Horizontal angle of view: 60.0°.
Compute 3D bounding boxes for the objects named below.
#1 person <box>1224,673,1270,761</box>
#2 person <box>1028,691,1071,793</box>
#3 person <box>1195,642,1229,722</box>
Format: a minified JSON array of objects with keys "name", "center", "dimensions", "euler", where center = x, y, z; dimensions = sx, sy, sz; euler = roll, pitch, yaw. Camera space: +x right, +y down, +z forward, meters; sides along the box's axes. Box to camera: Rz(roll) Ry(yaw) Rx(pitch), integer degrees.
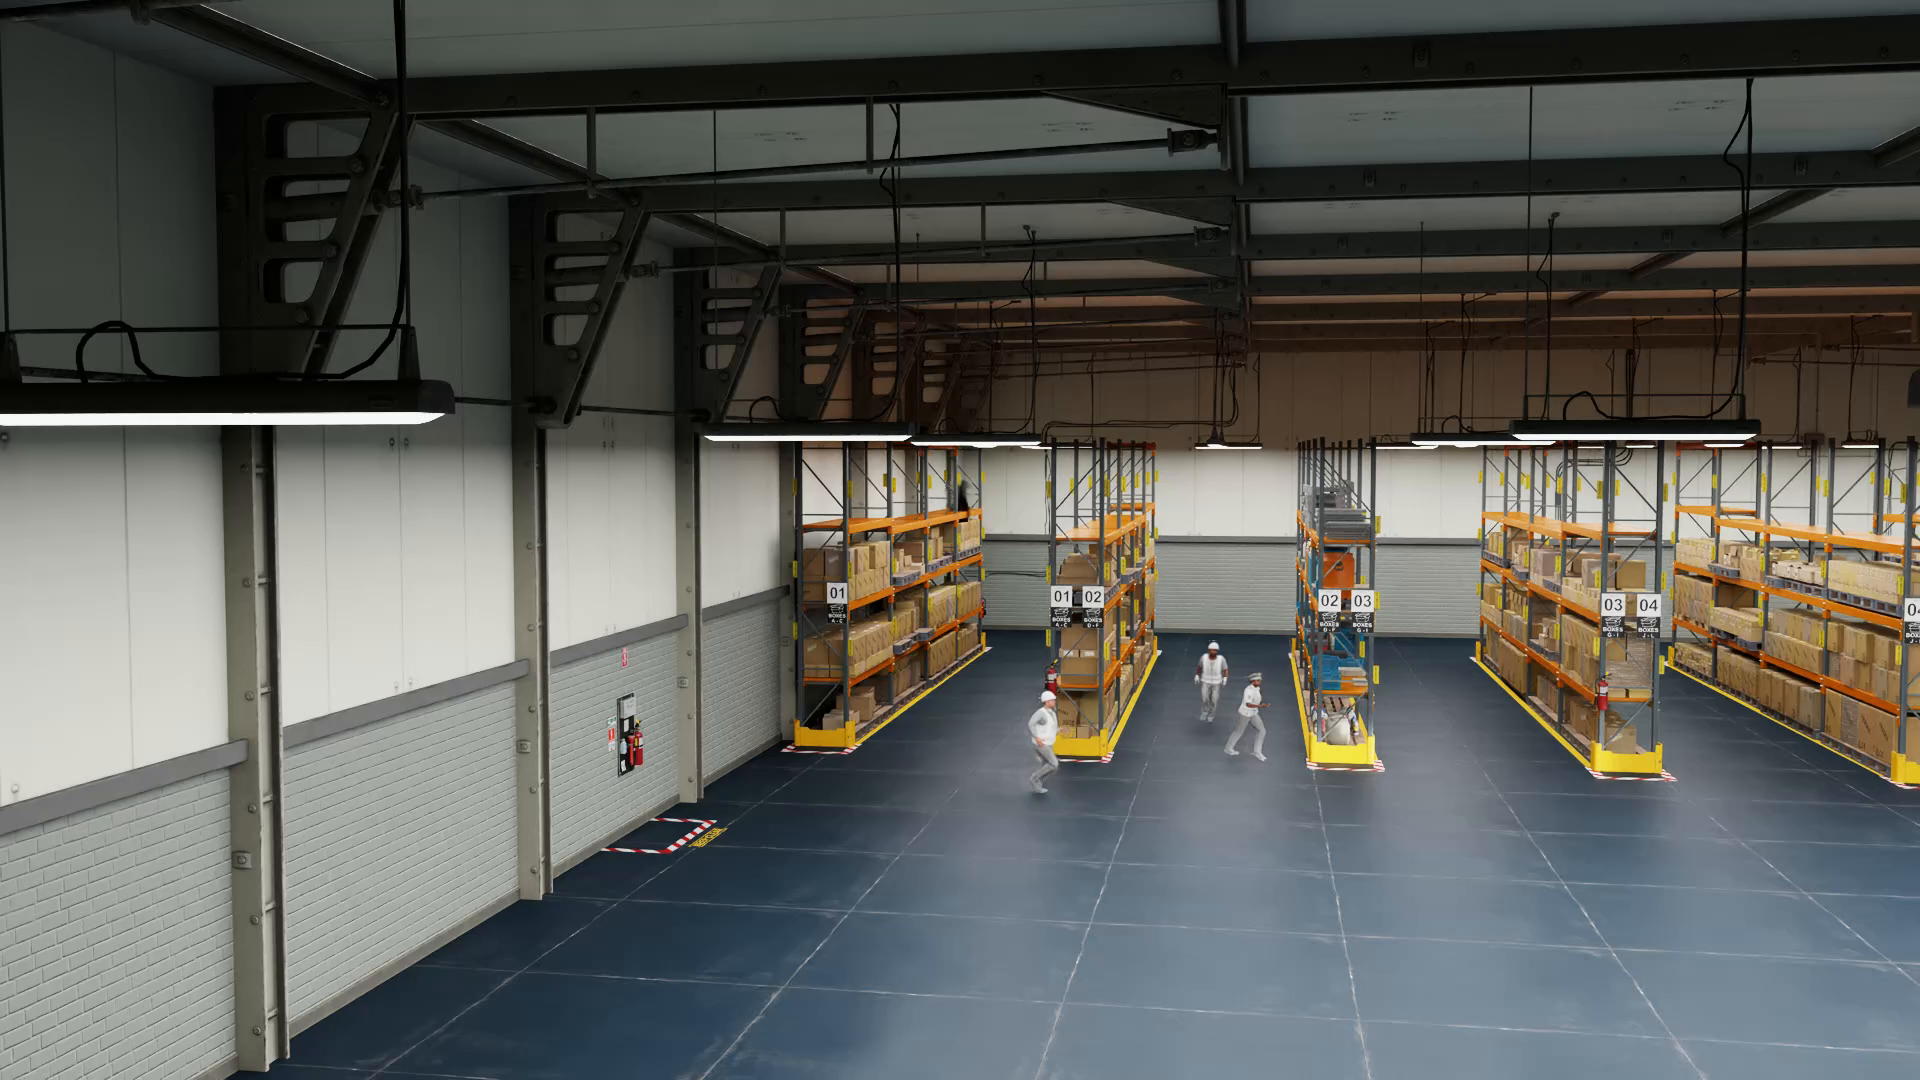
[{"name":"person","center":[5.370,3.268,30.929],"dimensions":[0.966,1.661,0.581],"euler":[3,4,44]},{"name":"person","center":[1.477,3.383,27.762],"dimensions":[0.680,1.717,0.660],"euler":[1,3,25]},{"name":"person","center":[5.284,2.997,34.869],"dimensions":[0.683,1.718,0.807],"euler":[0,3,5]}]
